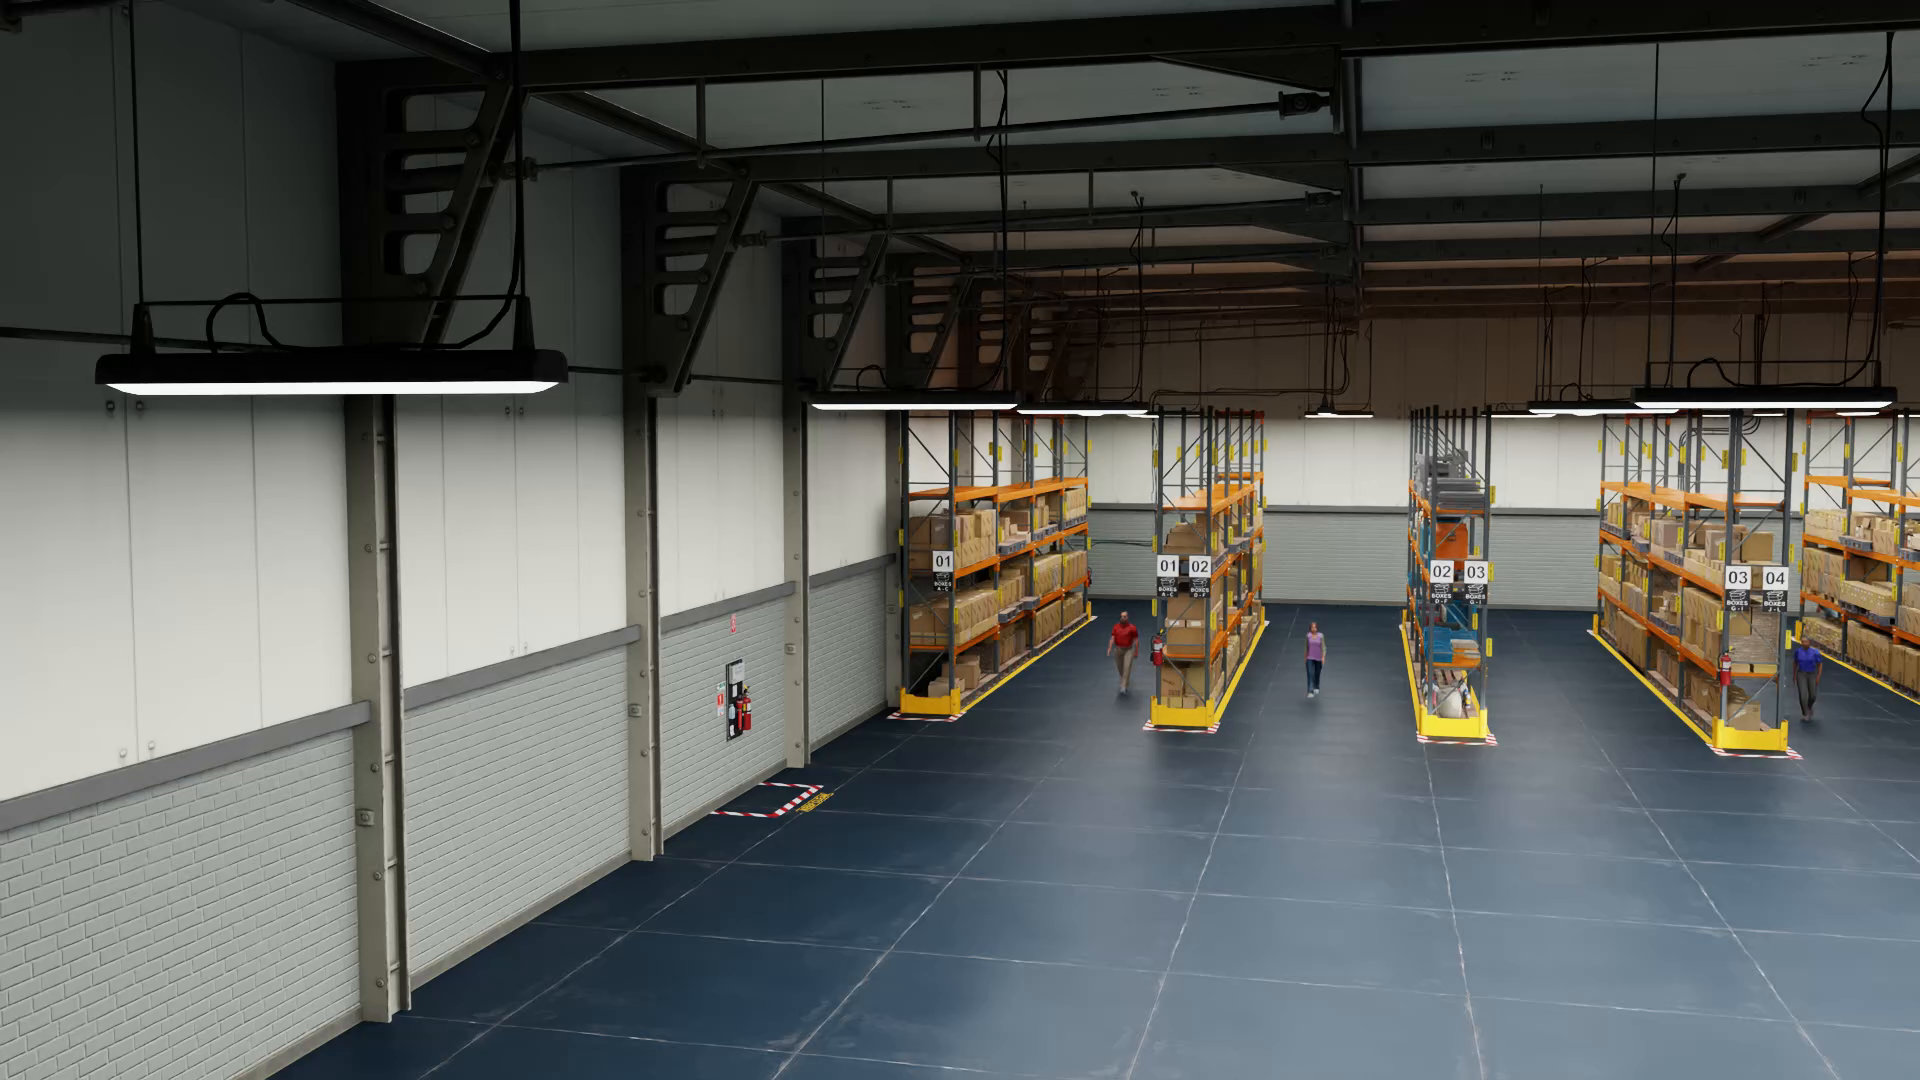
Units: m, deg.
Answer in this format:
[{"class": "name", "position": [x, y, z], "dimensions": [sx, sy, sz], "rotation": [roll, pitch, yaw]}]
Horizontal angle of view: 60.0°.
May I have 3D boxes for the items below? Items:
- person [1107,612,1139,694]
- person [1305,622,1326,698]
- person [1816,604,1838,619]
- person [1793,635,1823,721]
[{"class": "person", "position": [3.444, 2.349, 35.101], "dimensions": [0.616, 1.656, 1.071], "rotation": [1, 4, 18]}, {"class": "person", "position": [7.342, 2.466, 34.349], "dimensions": [0.431, 1.548, 0.943], "rotation": [1, 4, 11]}, {"class": "person", "position": [23.154, 1.711, 44.350], "dimensions": [0.573, 1.683, 1.007], "rotation": [-3, 5, -34]}, {"class": "person", "position": [16.261, 2.634, 31.895], "dimensions": [0.489, 1.623, 0.537], "rotation": [2, 5, 27]}]
